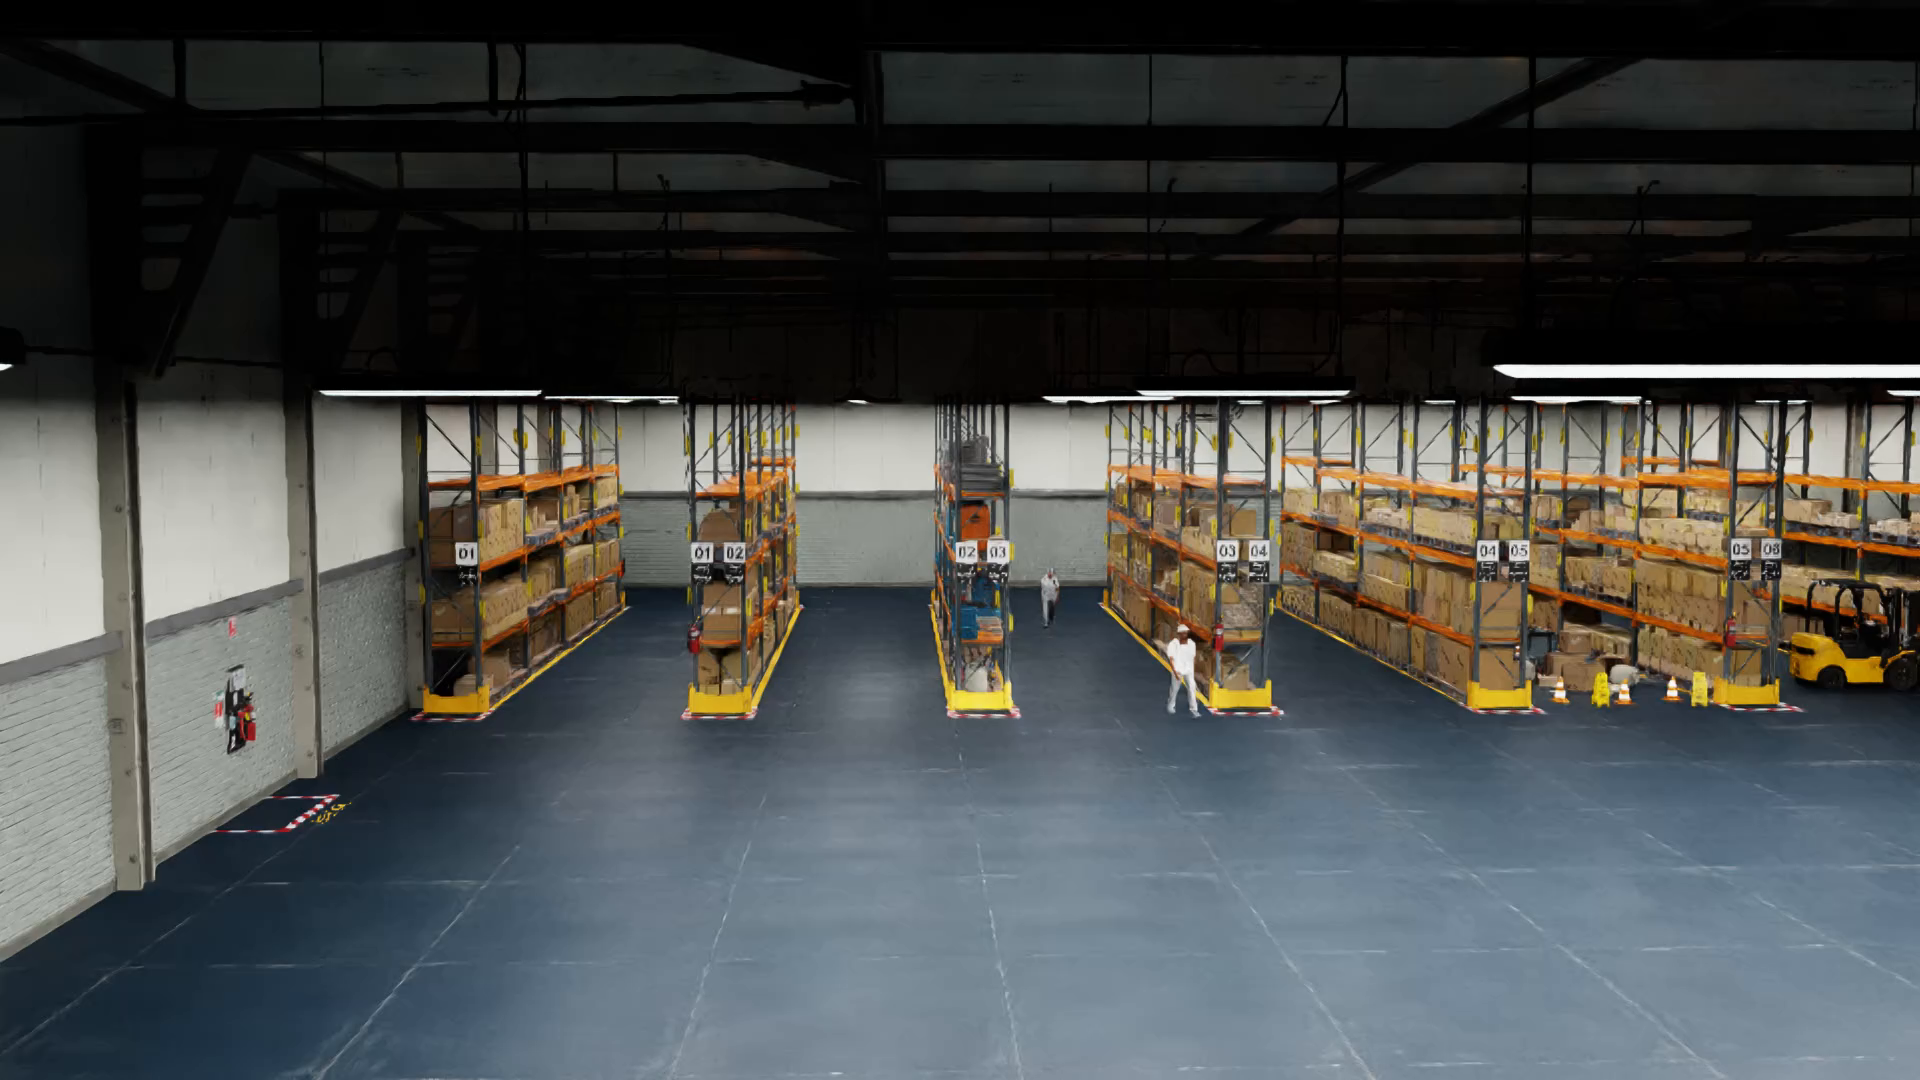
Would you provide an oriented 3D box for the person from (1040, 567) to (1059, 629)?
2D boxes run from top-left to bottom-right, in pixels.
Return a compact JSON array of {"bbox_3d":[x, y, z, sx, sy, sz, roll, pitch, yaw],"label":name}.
[{"bbox_3d":[2.328,1.477,42.984,0.481,1.583,1.093,0,5,-5],"label":"person"}]

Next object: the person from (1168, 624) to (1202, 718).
[{"bbox_3d":[4.104,2.403,30.706,0.571,1.708,1.035,-1,5,-11],"label":"person"}]

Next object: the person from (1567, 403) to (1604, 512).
[{"bbox_3d":[13.417,-0.430,40.479,4.061,5.788,1.045,2,5,28],"label":"person"}]

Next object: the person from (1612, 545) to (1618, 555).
[{"bbox_3d":[19.569,0.927,49.326,0.700,1.711,0.555,-2,5,-26],"label":"person"}]
